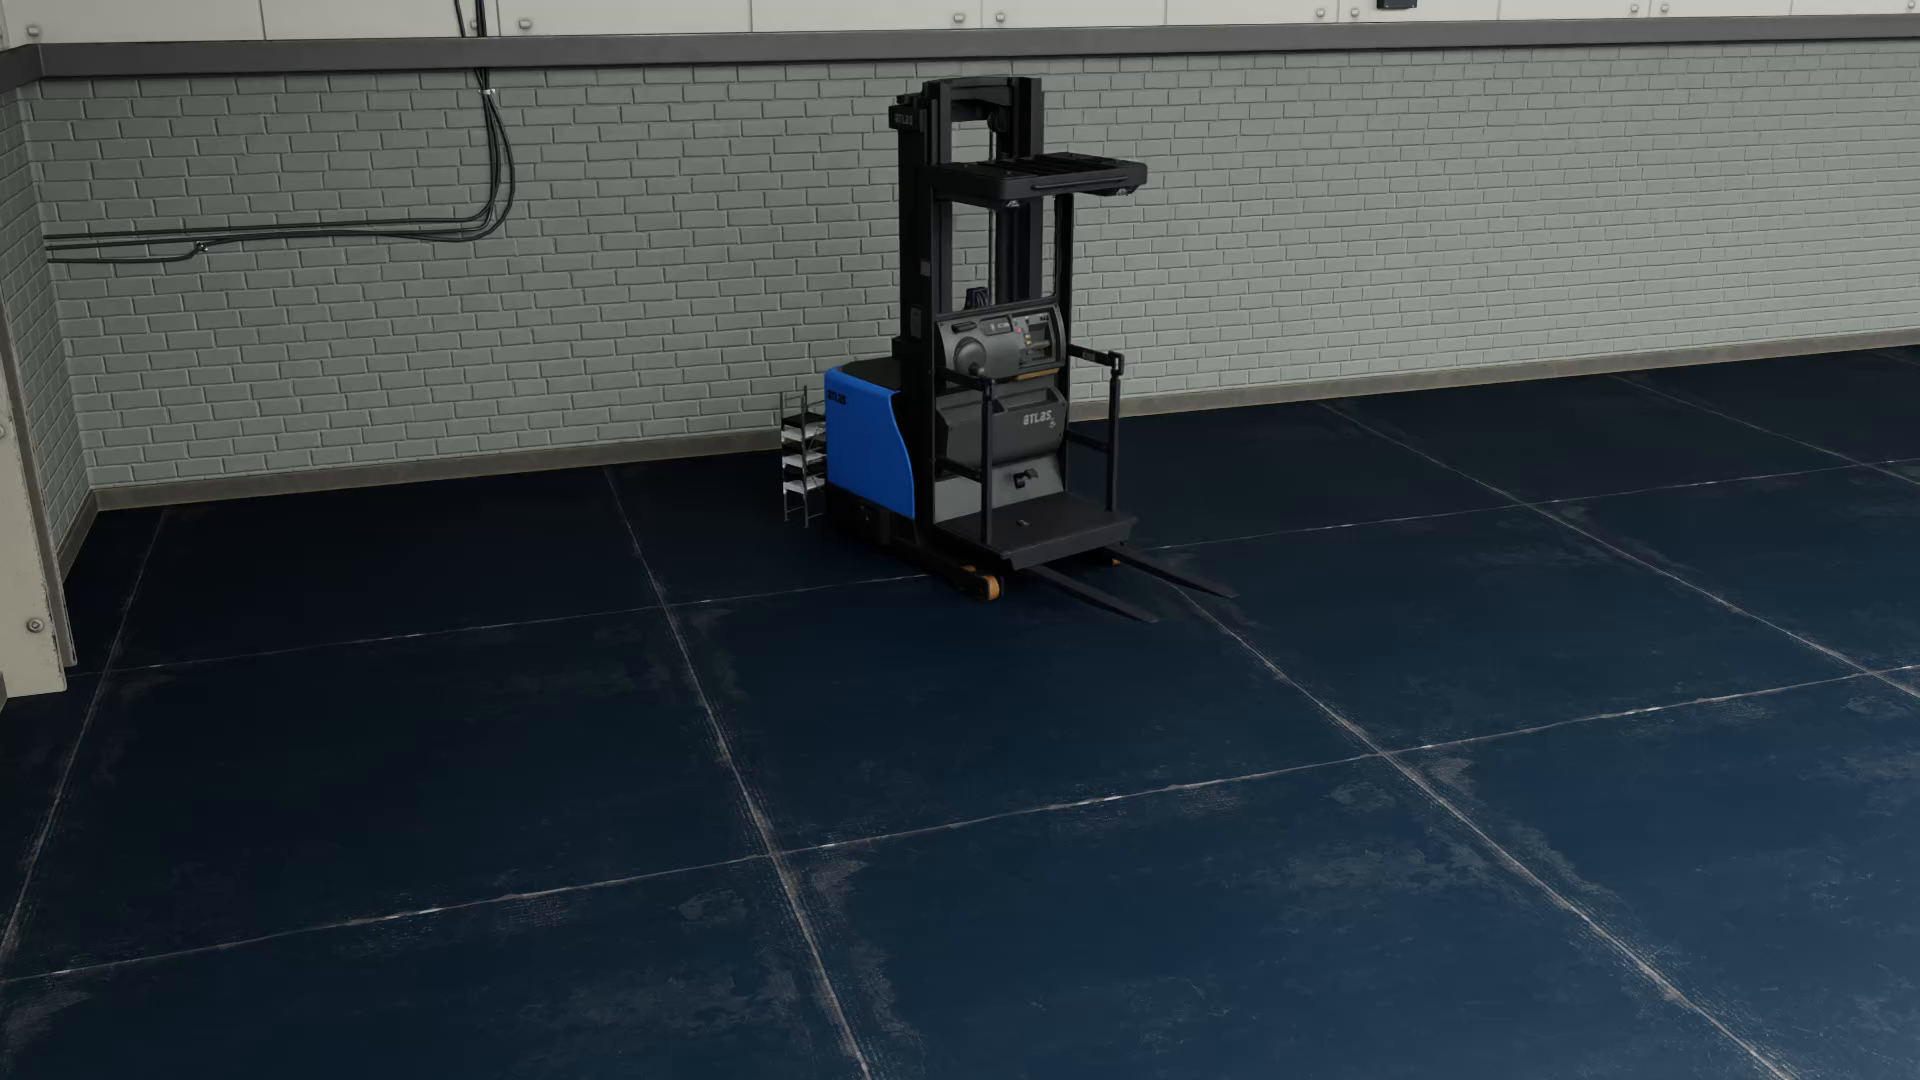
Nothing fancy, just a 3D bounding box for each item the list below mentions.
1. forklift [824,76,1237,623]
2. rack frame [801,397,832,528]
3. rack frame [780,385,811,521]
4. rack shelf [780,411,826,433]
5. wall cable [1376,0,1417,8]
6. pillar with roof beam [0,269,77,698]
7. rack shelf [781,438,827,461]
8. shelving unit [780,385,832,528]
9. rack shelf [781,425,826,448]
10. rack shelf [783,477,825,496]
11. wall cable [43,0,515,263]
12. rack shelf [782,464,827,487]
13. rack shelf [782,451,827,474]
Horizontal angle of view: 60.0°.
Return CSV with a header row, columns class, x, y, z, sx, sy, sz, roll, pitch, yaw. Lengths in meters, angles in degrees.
class,x,y,z,sx,sy,sz,roll,pitch,yaw
forklift,0.387,-1.197,9.914,1.130,2.935,3.031,-14,24,-35
rack frame,-0.956,-0.536,11.078,0.006,0.900,0.240,17,26,39
rack frame,-1.108,-0.582,11.205,0.006,0.900,0.240,17,26,39
rack shelf,-1.032,-0.782,11.062,0.200,0.077,0.258,17,26,39
wall cable,4.448,-7.182,12.570,2.305,6.003,0.169,-6,21,-17
pillar with roof beam,-0.811,-3.950,8.601,9.100,9.000,0.400,-6,21,-17
rack shelf,-1.032,-0.612,11.123,0.200,0.077,0.258,17,26,39
shelving unit,-1.032,-0.559,11.142,0.210,0.900,0.258,17,26,39
rack shelf,-1.032,-0.697,11.092,0.200,0.077,0.258,17,26,39
rack shelf,-1.032,-0.358,11.214,0.200,0.077,0.258,17,26,39
wall cable,-4.569,-3.117,10.876,3.097,2.526,0.112,-6,21,-17
rack shelf,-1.032,-0.443,11.183,0.200,0.077,0.258,17,26,39
rack shelf,-1.032,-0.528,11.153,0.200,0.077,0.258,17,26,39
